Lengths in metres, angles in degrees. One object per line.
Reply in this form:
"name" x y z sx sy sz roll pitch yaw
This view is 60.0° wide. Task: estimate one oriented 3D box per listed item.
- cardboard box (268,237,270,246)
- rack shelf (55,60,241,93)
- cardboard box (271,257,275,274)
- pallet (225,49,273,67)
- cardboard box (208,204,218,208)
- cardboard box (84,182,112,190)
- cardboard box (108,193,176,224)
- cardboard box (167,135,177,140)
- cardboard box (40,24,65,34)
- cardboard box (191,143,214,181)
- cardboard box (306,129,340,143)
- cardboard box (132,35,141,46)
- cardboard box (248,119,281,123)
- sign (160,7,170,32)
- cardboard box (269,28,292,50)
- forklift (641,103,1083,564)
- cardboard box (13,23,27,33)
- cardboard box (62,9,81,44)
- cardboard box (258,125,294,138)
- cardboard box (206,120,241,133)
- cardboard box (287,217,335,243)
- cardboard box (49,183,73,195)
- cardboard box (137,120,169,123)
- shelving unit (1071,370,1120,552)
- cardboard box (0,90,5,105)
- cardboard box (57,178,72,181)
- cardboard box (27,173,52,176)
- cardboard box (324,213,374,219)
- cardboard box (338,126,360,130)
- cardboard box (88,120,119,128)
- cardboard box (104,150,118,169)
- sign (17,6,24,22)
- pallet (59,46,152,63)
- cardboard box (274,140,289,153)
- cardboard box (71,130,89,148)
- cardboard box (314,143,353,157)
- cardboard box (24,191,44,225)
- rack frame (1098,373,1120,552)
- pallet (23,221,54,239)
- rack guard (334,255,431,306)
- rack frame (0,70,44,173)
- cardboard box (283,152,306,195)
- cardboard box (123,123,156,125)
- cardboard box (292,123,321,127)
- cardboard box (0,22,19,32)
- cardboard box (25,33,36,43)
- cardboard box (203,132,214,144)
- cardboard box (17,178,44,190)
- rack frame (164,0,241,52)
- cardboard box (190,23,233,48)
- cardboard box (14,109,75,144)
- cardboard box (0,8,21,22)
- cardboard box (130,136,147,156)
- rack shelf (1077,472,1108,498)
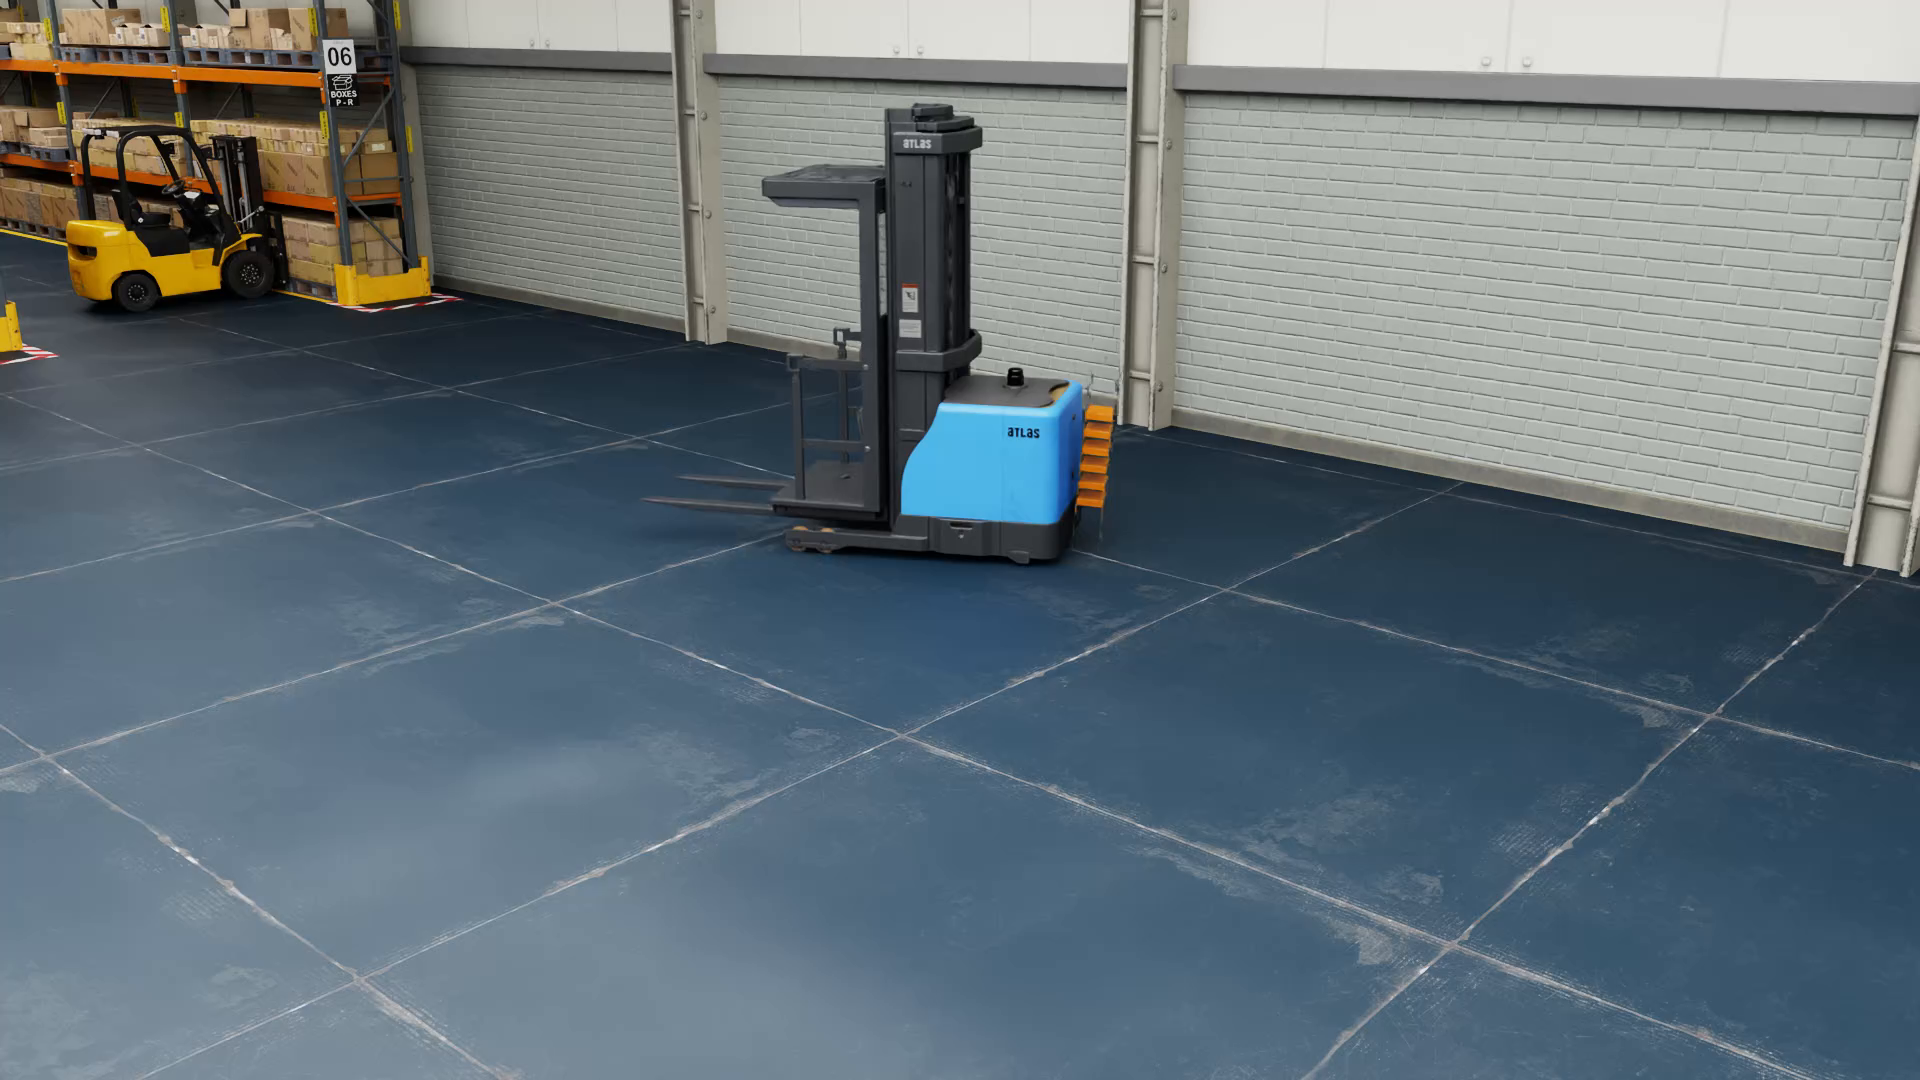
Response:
"cardboard box" -9.111 -3.989 22.246 0.500 0.250 0.500 15 23 39
"rack shelf" -11.887 -6.822 24.380 4.000 0.370 1.077 15 23 39
"cardboard box" -9.098 -3.747 22.310 0.500 0.250 0.500 16 24 41
"pallet" -8.828 -6.311 21.726 1.213 0.211 1.003 15 23 39
"cardboard box" -10.238 -4.532 23.131 0.500 0.250 0.500 15 23 38
"cardboard box" -13.986 -5.721 27.046 0.250 0.149 0.380 15 23 40
"cardboard box" -12.432 -4.947 25.473 0.625 0.625 0.875 16 24 41
"cardboard box" -10.999 -5.757 23.554 0.250 0.149 0.380 15 23 38
"cardboard box" -13.837 -7.829 25.460 0.250 0.149 0.380 16 24 41
"cardboard box" -10.233 -5.233 22.977 0.500 0.500 0.500 14 22 38
"cardboard box" -8.012 -5.096 20.981 0.250 0.149 0.380 15 23 39
"cardboard box" -11.415 -7.044 23.444 0.250 0.149 0.380 15 23 39
"cardboard box" -9.585 -5.727 22.968 0.250 0.149 0.380 15 23 39
"sign" -10.744 -7.035 22.487 0.005 0.325 0.100 15 23 39
"cardboard box" -8.411 -6.293 20.885 0.258 0.266 0.396 15 23 39
"forklift" -0.709 -1.458 11.360 3.031 2.935 1.130 4 18 13
"cardboard box" -14.617 -8.039 26.123 0.250 0.149 0.380 14 23 38
"cardboard box" -13.003 -7.661 24.810 0.500 0.500 0.500 15 23 40
"cardboard box" -8.959 -5.360 21.813 0.250 0.149 0.380 15 23 40
"cardboard box" -10.083 -5.673 22.799 0.250 0.149 0.380 15 23 40
"cardboard box" -8.337 -4.020 21.518 0.500 0.250 0.500 16 23 40
"cardboard box" -14.480 -5.671 26.886 0.250 0.149 0.380 16 24 41
"cardboard box" -12.209 -6.278 25.196 0.250 0.149 0.380 15 23 39
"shelving unit" 0.921 -0.534 11.290 0.189 1.200 0.258 8 19 9
"cardboard box" -17.312 -7.727 29.517 0.500 0.500 0.500 14 23 38
"cardboard box" -14.912 -5.999 27.921 0.250 0.149 0.380 15 23 40
"cardboard box" -15.908 -6.249 28.710 0.250 0.149 0.380 14 22 37
"cardboard box" -8.010 -4.136 21.882 0.500 0.250 0.500 15 23 39
"cardboard box" -7.889 -5.255 21.482 0.250 0.149 0.380 16 23 40
"cardboard box" -12.930 -6.264 25.153 0.250 0.149 0.380 16 24 41
"cardboard box" -12.451 -5.717 24.915 0.500 0.250 0.500 14 22 38
"sign" -16.009 -8.930 28.327 0.005 0.325 0.100 15 23 39
"pallet" -12.816 -7.361 25.199 1.003 0.211 1.213 16 24 42
"cardboard box" -8.618 -5.099 21.483 0.250 0.149 0.380 14 22 38
"cardboard box" -13.230 -6.154 25.464 0.500 0.250 0.500 15 23 39
"cardboard box" -7.845 -4.894 20.835 0.250 0.149 0.380 15 23 40
"cardboard box" -15.003 -5.489 27.387 0.500 0.500 0.500 14 22 37
"rack frame" 1.010 -0.522 11.276 0.006 1.200 0.240 8 19 9
"pallet" -14.825 -5.211 27.683 1.213 0.211 1.003 15 23 39
"rack guard" -7.382 -3.334 21.291 0.348 0.500 1.175 15 23 39
"rack frame" -16.375 -6.940 28.521 0.127 3.000 1.000 15 23 39
"cardboard box" -8.324 -4.724 21.372 0.500 0.500 0.500 16 24 41
"cardboard box" -12.109 -6.076 24.560 0.250 0.149 0.380 15 23 39
"cardboard box" -8.647 -5.462 22.134 0.250 0.149 0.380 15 23 40
"cardboard box" -15.252 -8.184 26.547 0.250 0.149 0.380 15 23 40
"cardboard box" -14.383 -7.857 26.040 0.250 0.149 0.380 15 23 39
"cardboard box" -10.133 -5.515 22.794 0.250 0.149 0.380 16 23 41
"cardboard box" -15.449 -5.928 27.698 0.250 0.149 0.380 15 23 39
"rack frame" -10.391 -8.193 22.552 0.127 3.000 1.000 15 23 39
"cardboard box" -9.931 -6.747 22.240 0.500 0.311 0.500 16 23 40
"cardboard box" -14.727 -6.672 26.812 0.637 0.503 0.797 14 23 38
"cardboard box" -15.881 -8.746 27.630 0.258 0.266 0.396 15 23 39
"cardboard box" -11.696 -5.747 24.183 0.500 0.250 0.500 16 23 40
"rack shelf" 0.908 -0.378 11.342 0.180 0.103 0.258 8 19 9
